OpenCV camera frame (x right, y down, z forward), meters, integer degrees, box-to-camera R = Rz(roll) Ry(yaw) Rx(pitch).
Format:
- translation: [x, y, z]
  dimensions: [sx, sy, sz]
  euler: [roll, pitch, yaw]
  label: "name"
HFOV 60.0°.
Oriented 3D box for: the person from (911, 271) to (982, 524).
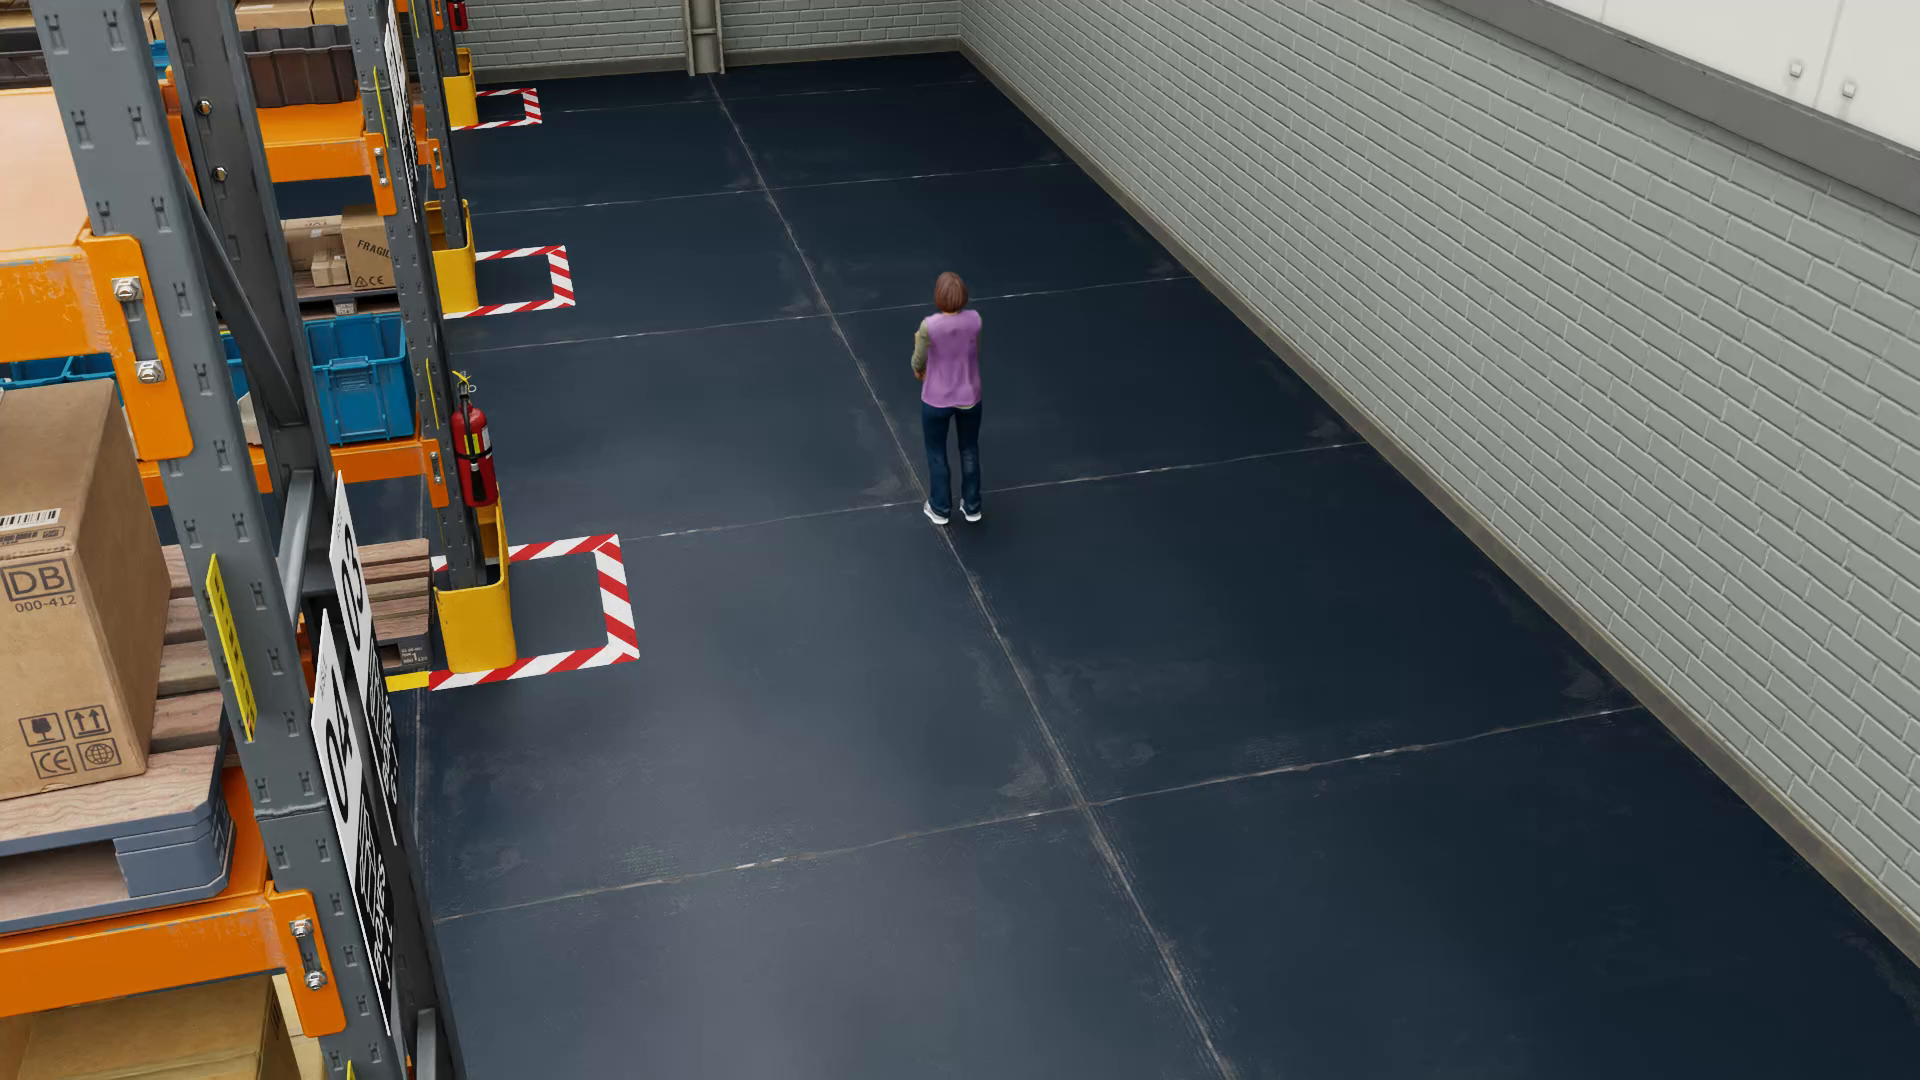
- translation: [-0.080, -0.851, 9.669]
  dimensions: [0.410, 1.596, 0.482]
  euler: [-8, 32, -13]
  label: "person"
